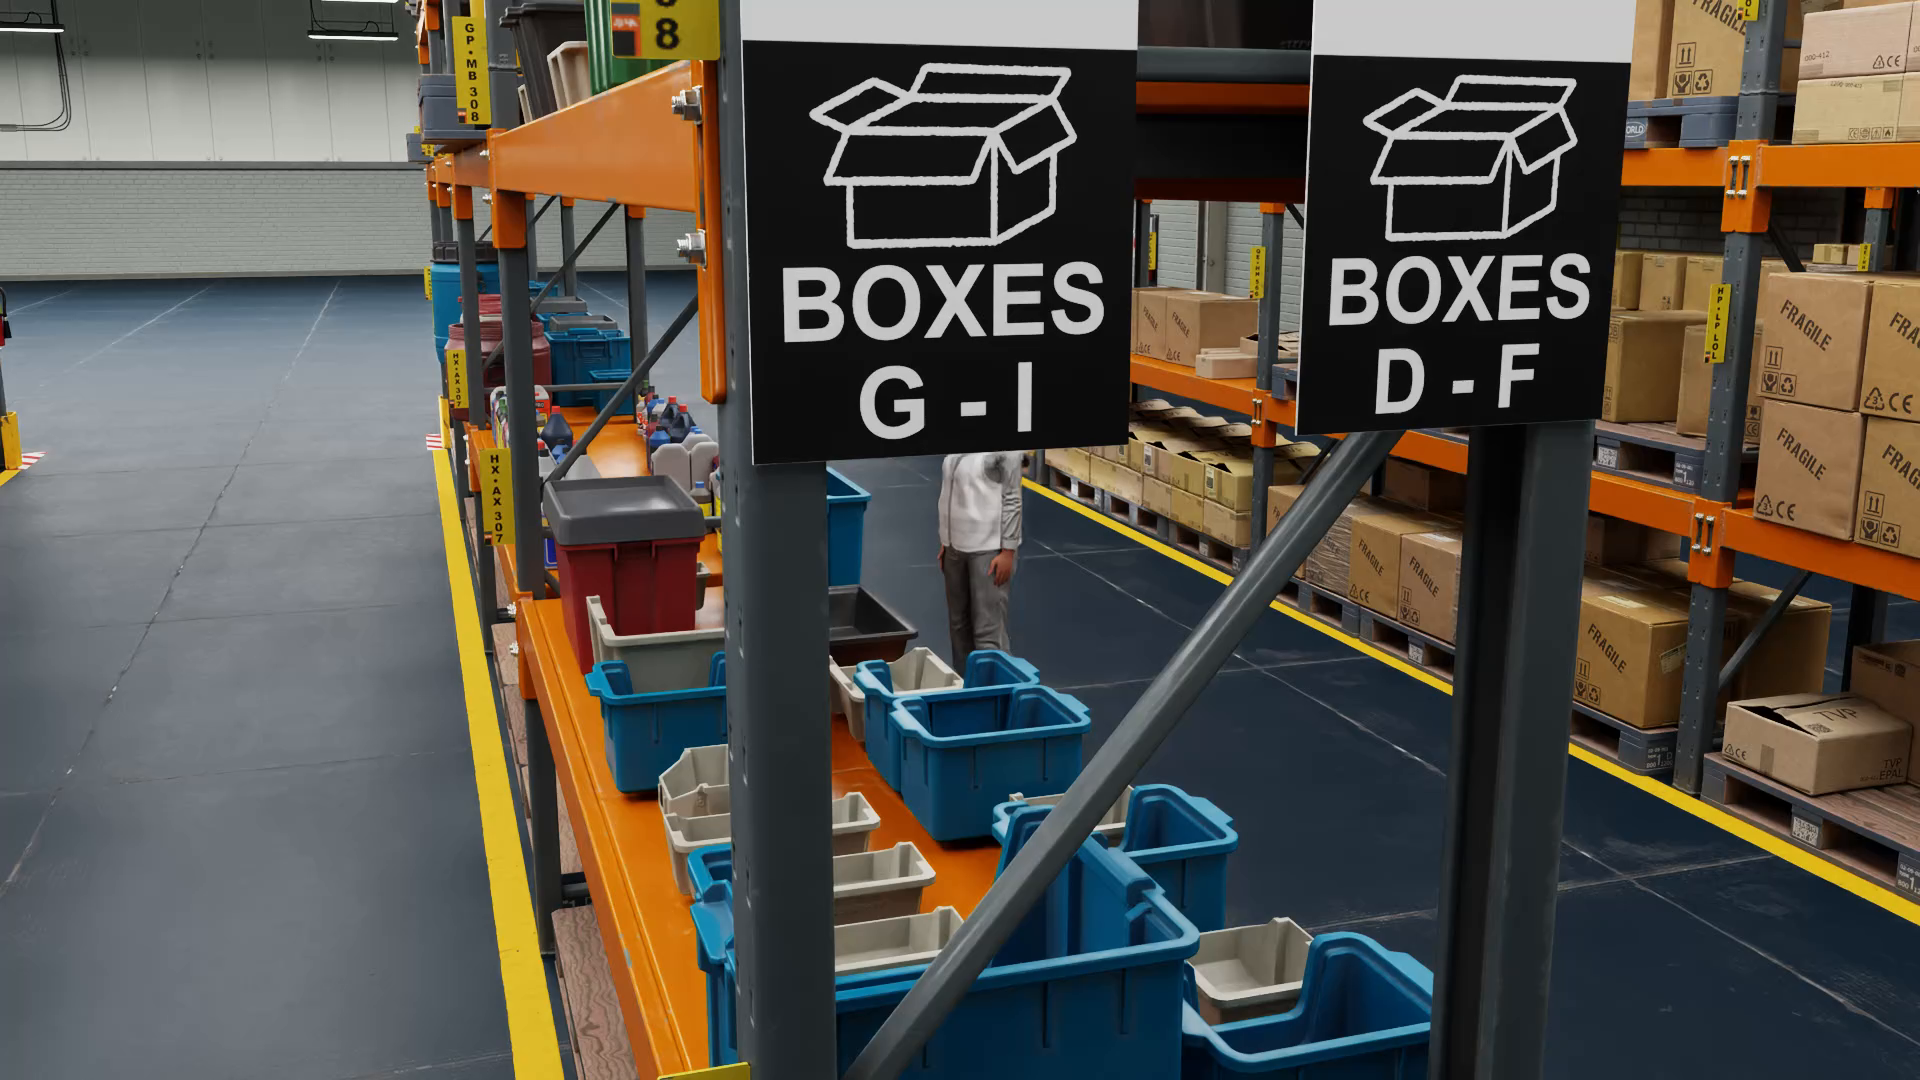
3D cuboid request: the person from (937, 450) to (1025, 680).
[{"bbox_3d":[0.055,0.036,8.183,0.445,1.782,0.555,-8,15,-33],"label":"person"}]
